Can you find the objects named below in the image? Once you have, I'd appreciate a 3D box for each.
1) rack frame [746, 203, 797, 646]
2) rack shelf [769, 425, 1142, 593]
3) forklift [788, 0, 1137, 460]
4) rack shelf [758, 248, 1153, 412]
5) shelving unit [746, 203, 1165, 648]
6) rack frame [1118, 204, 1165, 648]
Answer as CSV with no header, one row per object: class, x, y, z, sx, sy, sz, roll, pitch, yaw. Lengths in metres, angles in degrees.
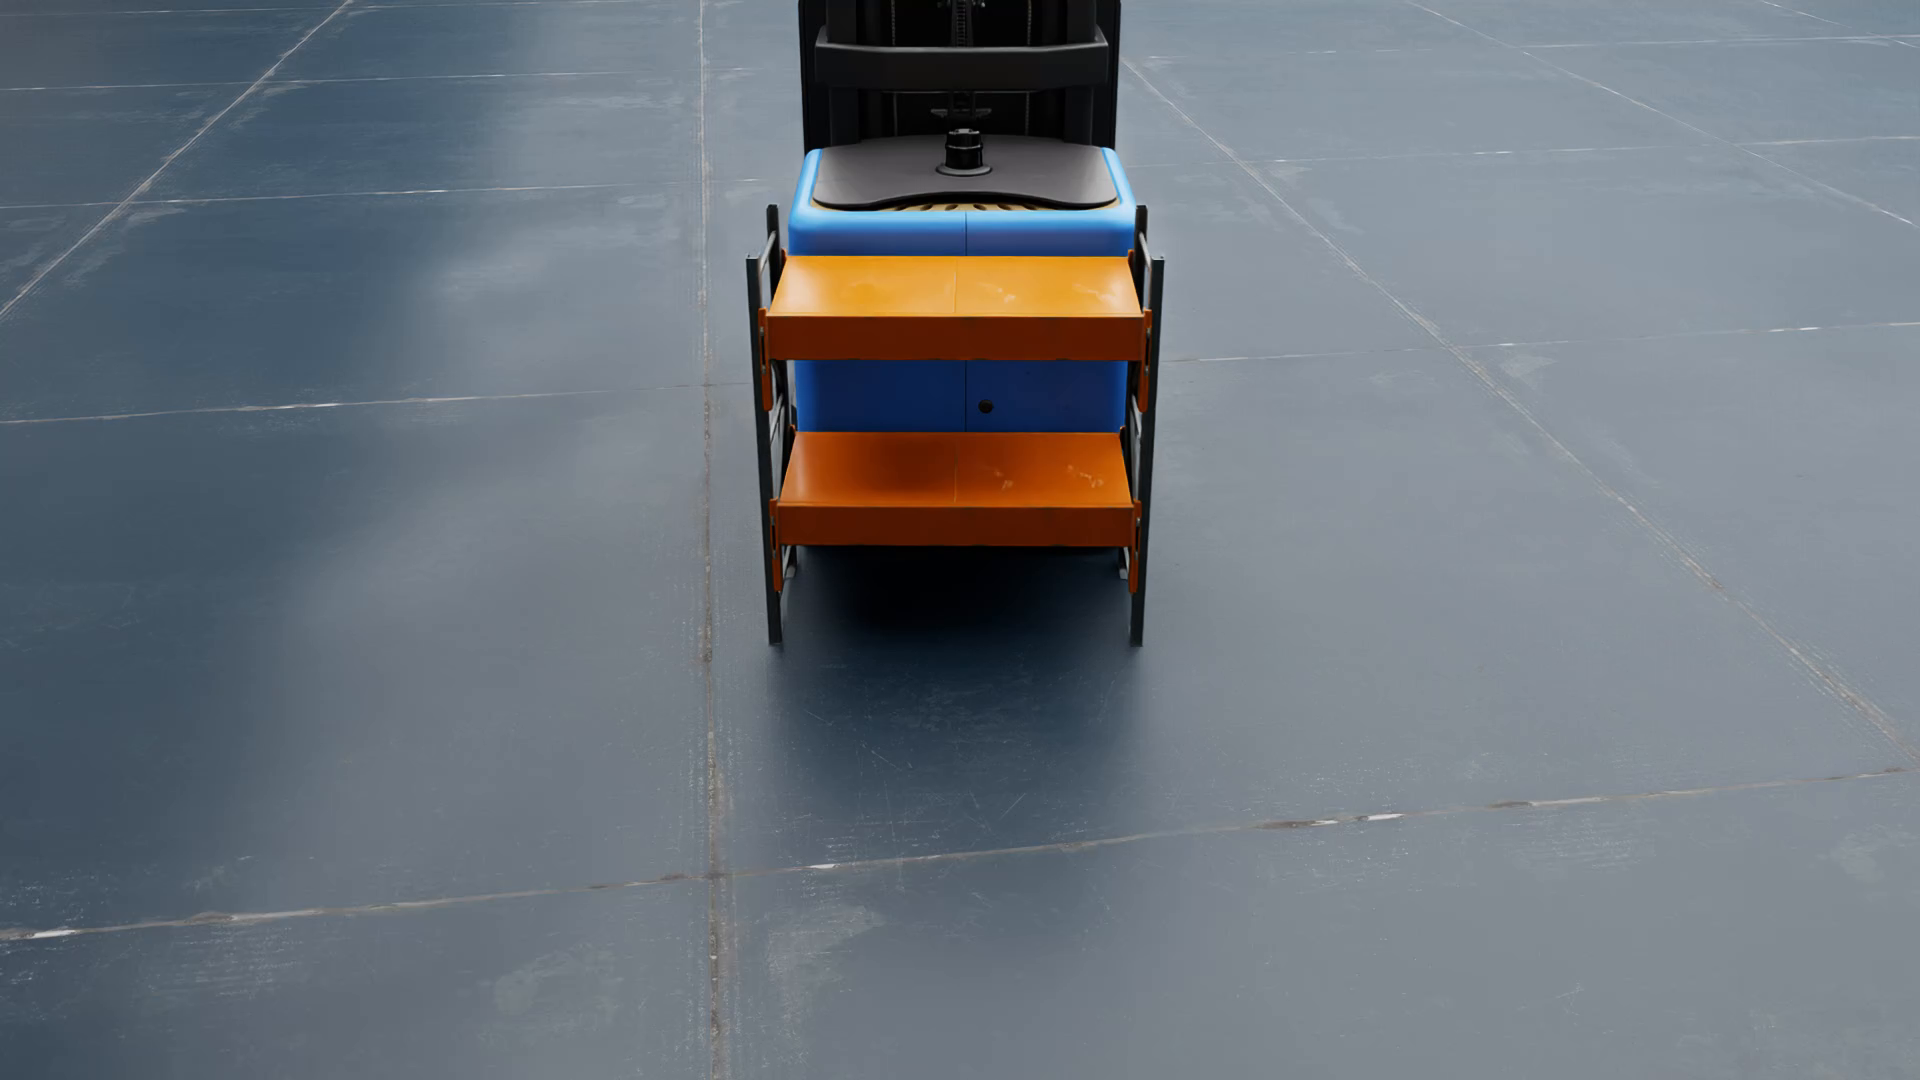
rack frame,-0.519,-0.317,4.636,0.032,1.125,0.500,0,27,0
rack shelf,-0.010,-0.097,4.743,1.000,0.278,0.538,0,27,0
forklift,-0.006,-1.942,5.824,1.130,2.935,3.031,0,27,-1
rack shelf,-0.010,-0.575,4.498,1.000,0.278,0.538,0,27,0
shelving unit,-0.010,-0.315,4.632,1.048,1.125,0.538,0,27,0
rack frame,0.498,-0.313,4.627,0.032,1.125,0.500,0,27,0
